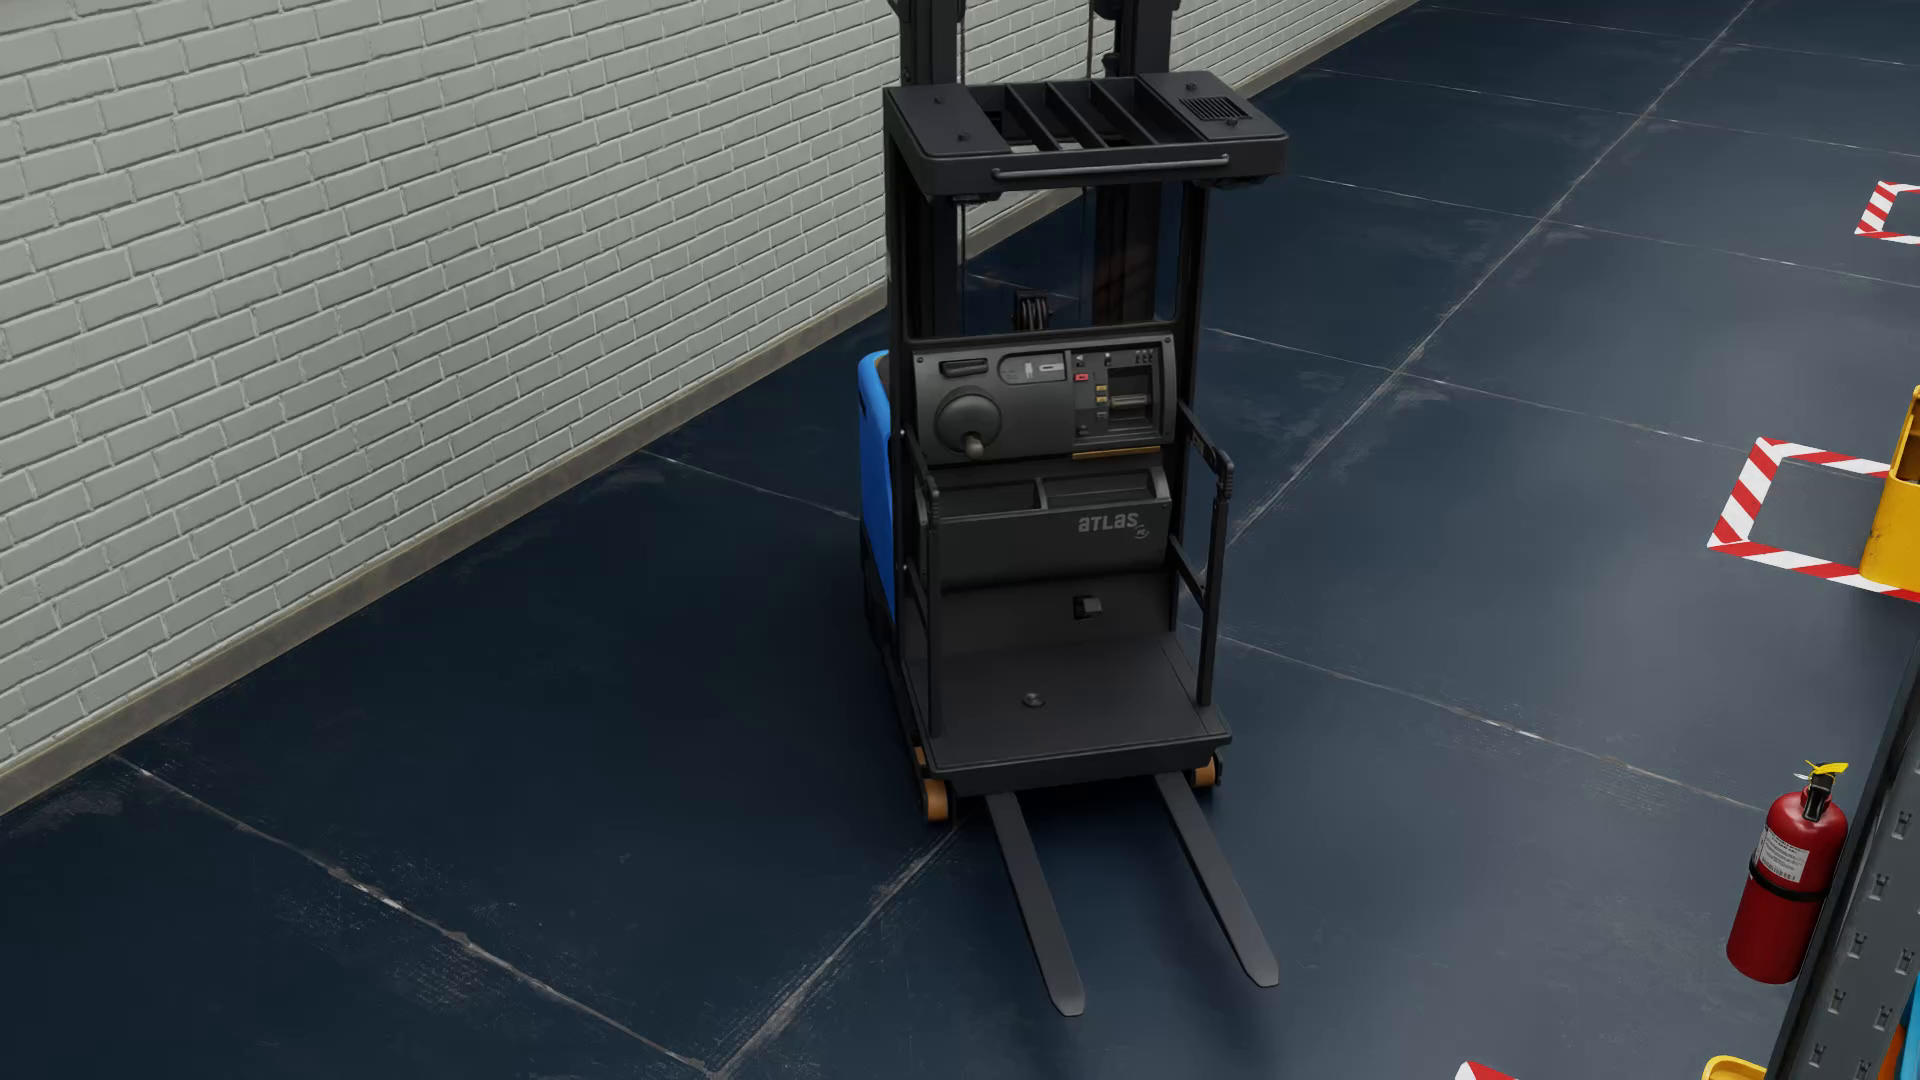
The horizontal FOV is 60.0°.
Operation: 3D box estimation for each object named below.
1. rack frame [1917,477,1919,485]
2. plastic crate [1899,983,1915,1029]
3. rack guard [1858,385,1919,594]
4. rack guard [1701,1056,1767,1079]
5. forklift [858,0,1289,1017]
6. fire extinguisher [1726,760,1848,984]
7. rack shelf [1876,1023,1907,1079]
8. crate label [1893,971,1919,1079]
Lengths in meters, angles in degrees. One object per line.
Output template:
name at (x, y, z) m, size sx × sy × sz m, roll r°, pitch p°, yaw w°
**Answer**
rack frame at (4.500, -1.325, 7.045) m, size 0.127 × 3.000 × 1.000 m, roll 18°, pitch 35°, yaw 27°
plastic crate at (2.250, 0.757, 3.381) m, size 0.499 × 0.435 × 0.616 m, roll 18°, pitch 35°, yaw 27°
rack guard at (4.480, -0.252, 7.686) m, size 0.348 × 0.500 × 1.175 m, roll 18°, pitch 35°, yaw 27°
rack guard at (1.840, 1.867, 4.053) m, size 0.348 × 0.500 × 1.175 m, roll 18°, pitch 35°, yaw 27°
forklift at (0.344, -0.450, 5.613) m, size 1.130 × 2.935 × 3.031 m, roll -6°, pitch 31°, yaw -10°
fire extinguisher at (1.981, 0.749, 3.937) m, size 0.183 × 0.674 × 0.296 m, roll 18°, pitch 35°, yaw 27°
rack shelf at (3.561, 1.635, 2.685) m, size 4.000 × 0.370 × 1.077 m, roll 18°, pitch 35°, yaw 27°
crate label at (1.901, 1.042, 3.095) m, size 0.303 × 0.233 × 0.416 m, roll 18°, pitch 35°, yaw 27°
